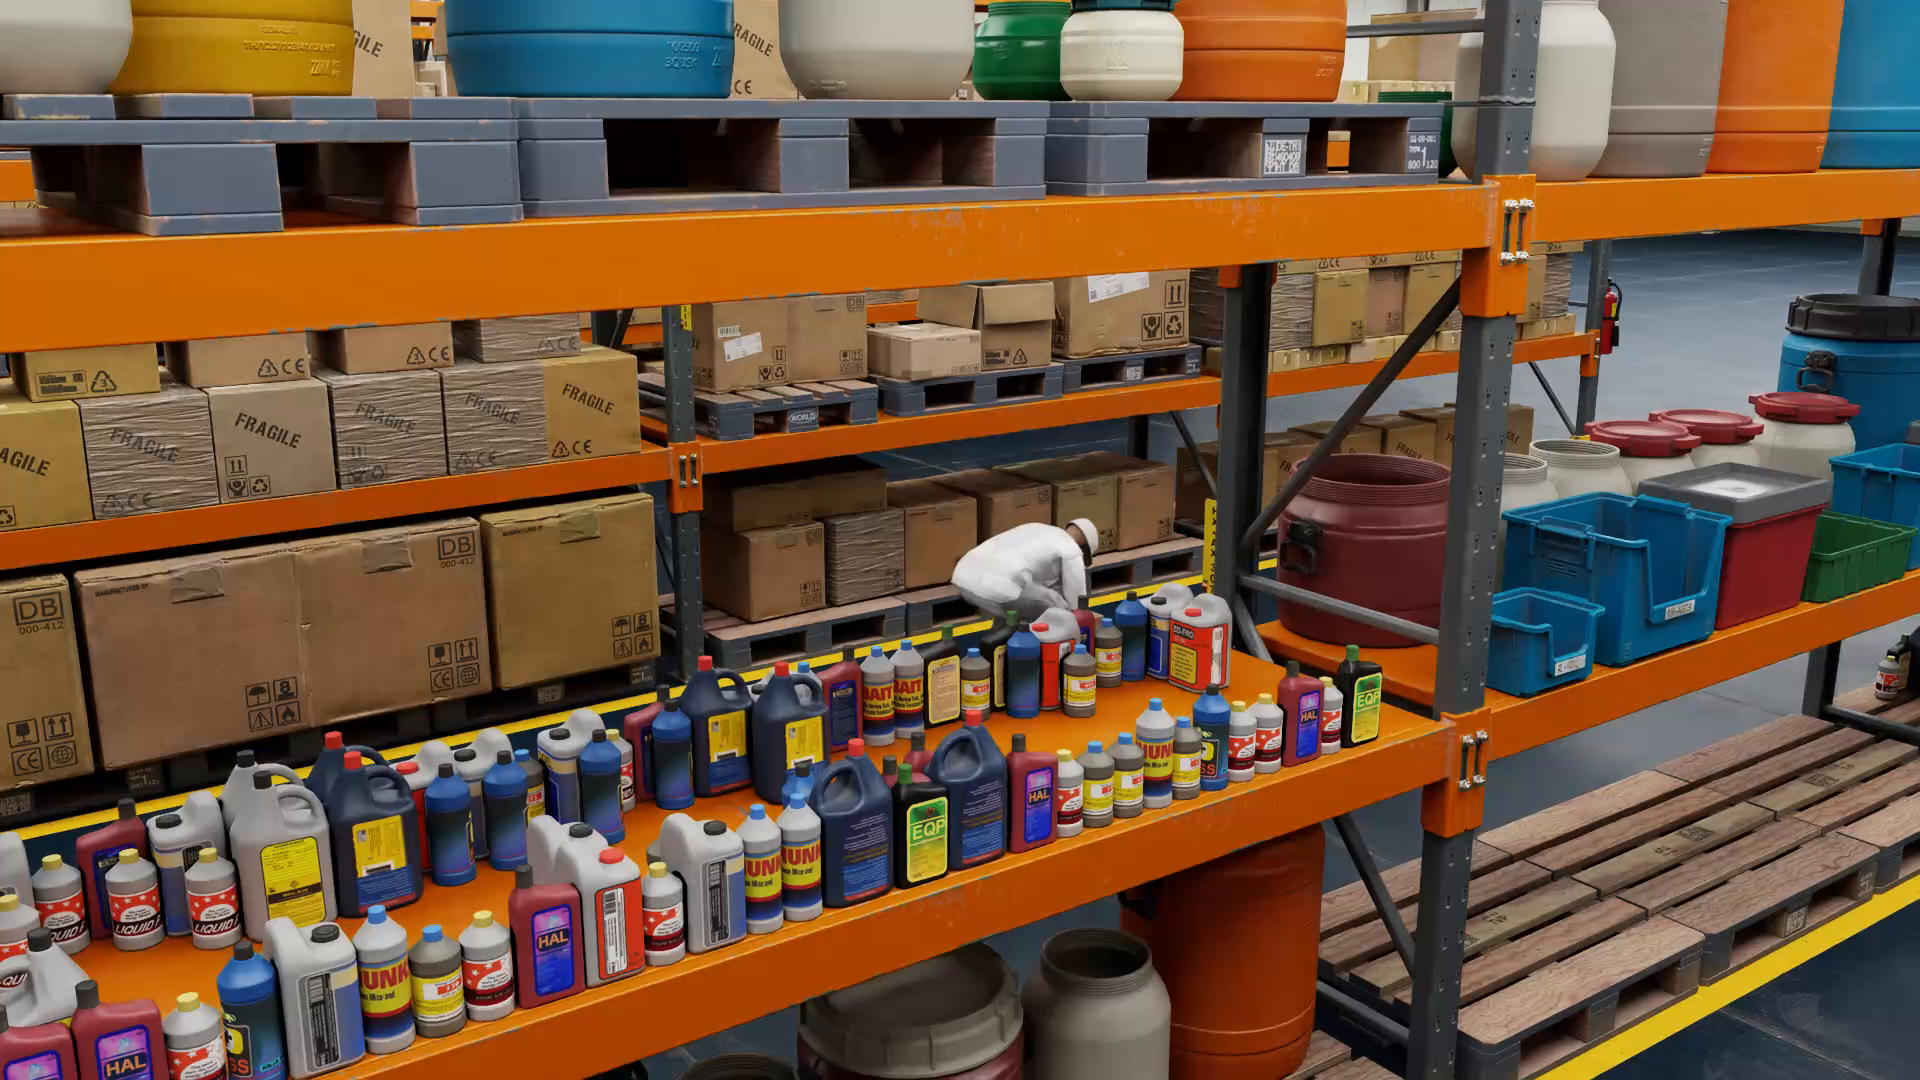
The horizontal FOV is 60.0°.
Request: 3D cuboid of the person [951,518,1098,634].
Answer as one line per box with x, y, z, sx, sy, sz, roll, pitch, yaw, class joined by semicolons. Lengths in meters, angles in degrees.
0.391;0.322;9.190;0.970;0.818;0.526;-11;18;-36;person
